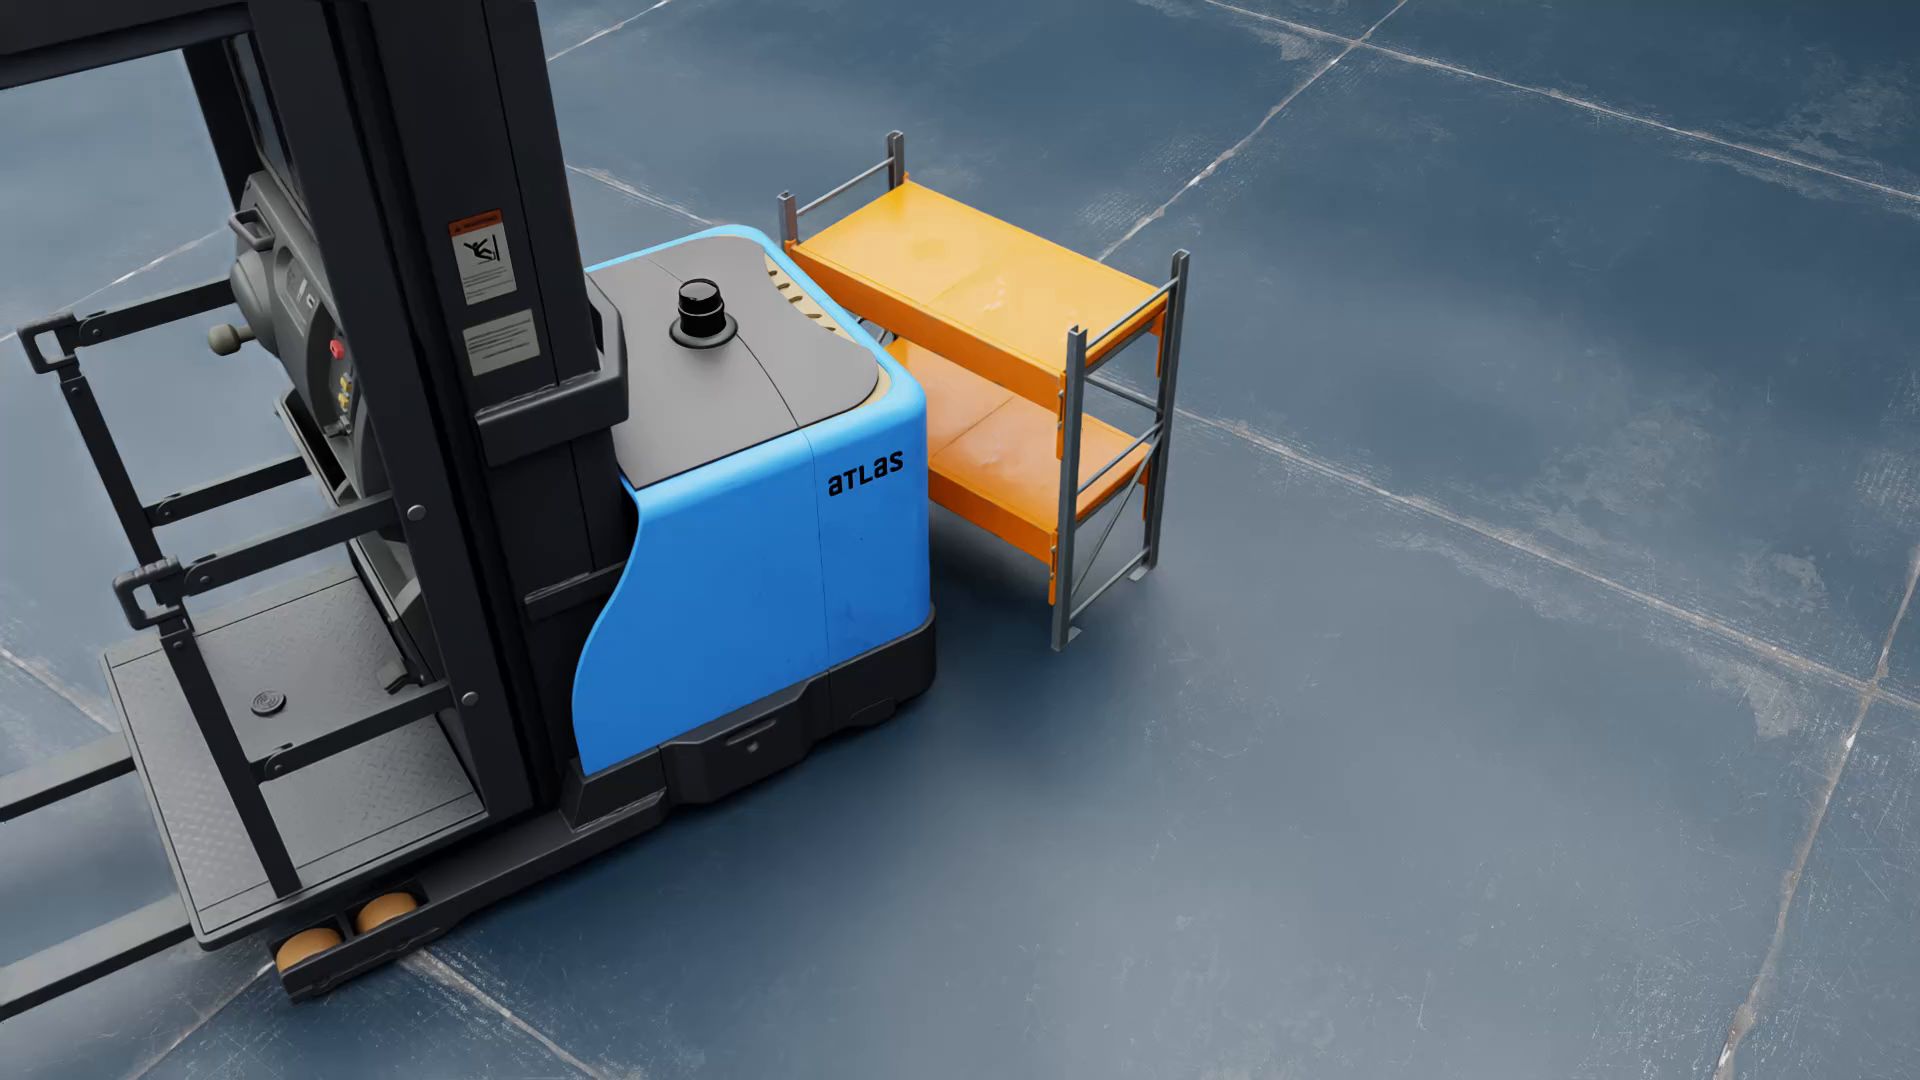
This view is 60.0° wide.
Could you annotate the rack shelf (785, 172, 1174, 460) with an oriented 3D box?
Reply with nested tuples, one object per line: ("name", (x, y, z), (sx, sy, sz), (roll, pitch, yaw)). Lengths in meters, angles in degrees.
("rack shelf", (0.051, -0.660, 4.705), (1.000, 0.278, 0.538), (29, 49, 29))

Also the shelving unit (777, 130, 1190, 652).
("shelving unit", (0.051, -0.441, 4.900), (1.048, 1.125, 0.538), (29, 49, 29))

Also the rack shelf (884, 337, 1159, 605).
("rack shelf", (0.051, -0.259, 5.063), (1.000, 0.278, 0.538), (29, 49, 29))

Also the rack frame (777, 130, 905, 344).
("rack frame", (-0.338, -0.659, 5.143), (0.032, 1.125, 0.500), (29, 49, 29))

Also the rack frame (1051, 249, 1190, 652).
("rack frame", (0.440, -0.223, 4.656), (0.032, 1.125, 0.500), (29, 49, 29))

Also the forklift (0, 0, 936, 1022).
("forklift", (-1.585, -0.397, 3.496), (3.031, 2.935, 1.130), (-23, 47, -24))
